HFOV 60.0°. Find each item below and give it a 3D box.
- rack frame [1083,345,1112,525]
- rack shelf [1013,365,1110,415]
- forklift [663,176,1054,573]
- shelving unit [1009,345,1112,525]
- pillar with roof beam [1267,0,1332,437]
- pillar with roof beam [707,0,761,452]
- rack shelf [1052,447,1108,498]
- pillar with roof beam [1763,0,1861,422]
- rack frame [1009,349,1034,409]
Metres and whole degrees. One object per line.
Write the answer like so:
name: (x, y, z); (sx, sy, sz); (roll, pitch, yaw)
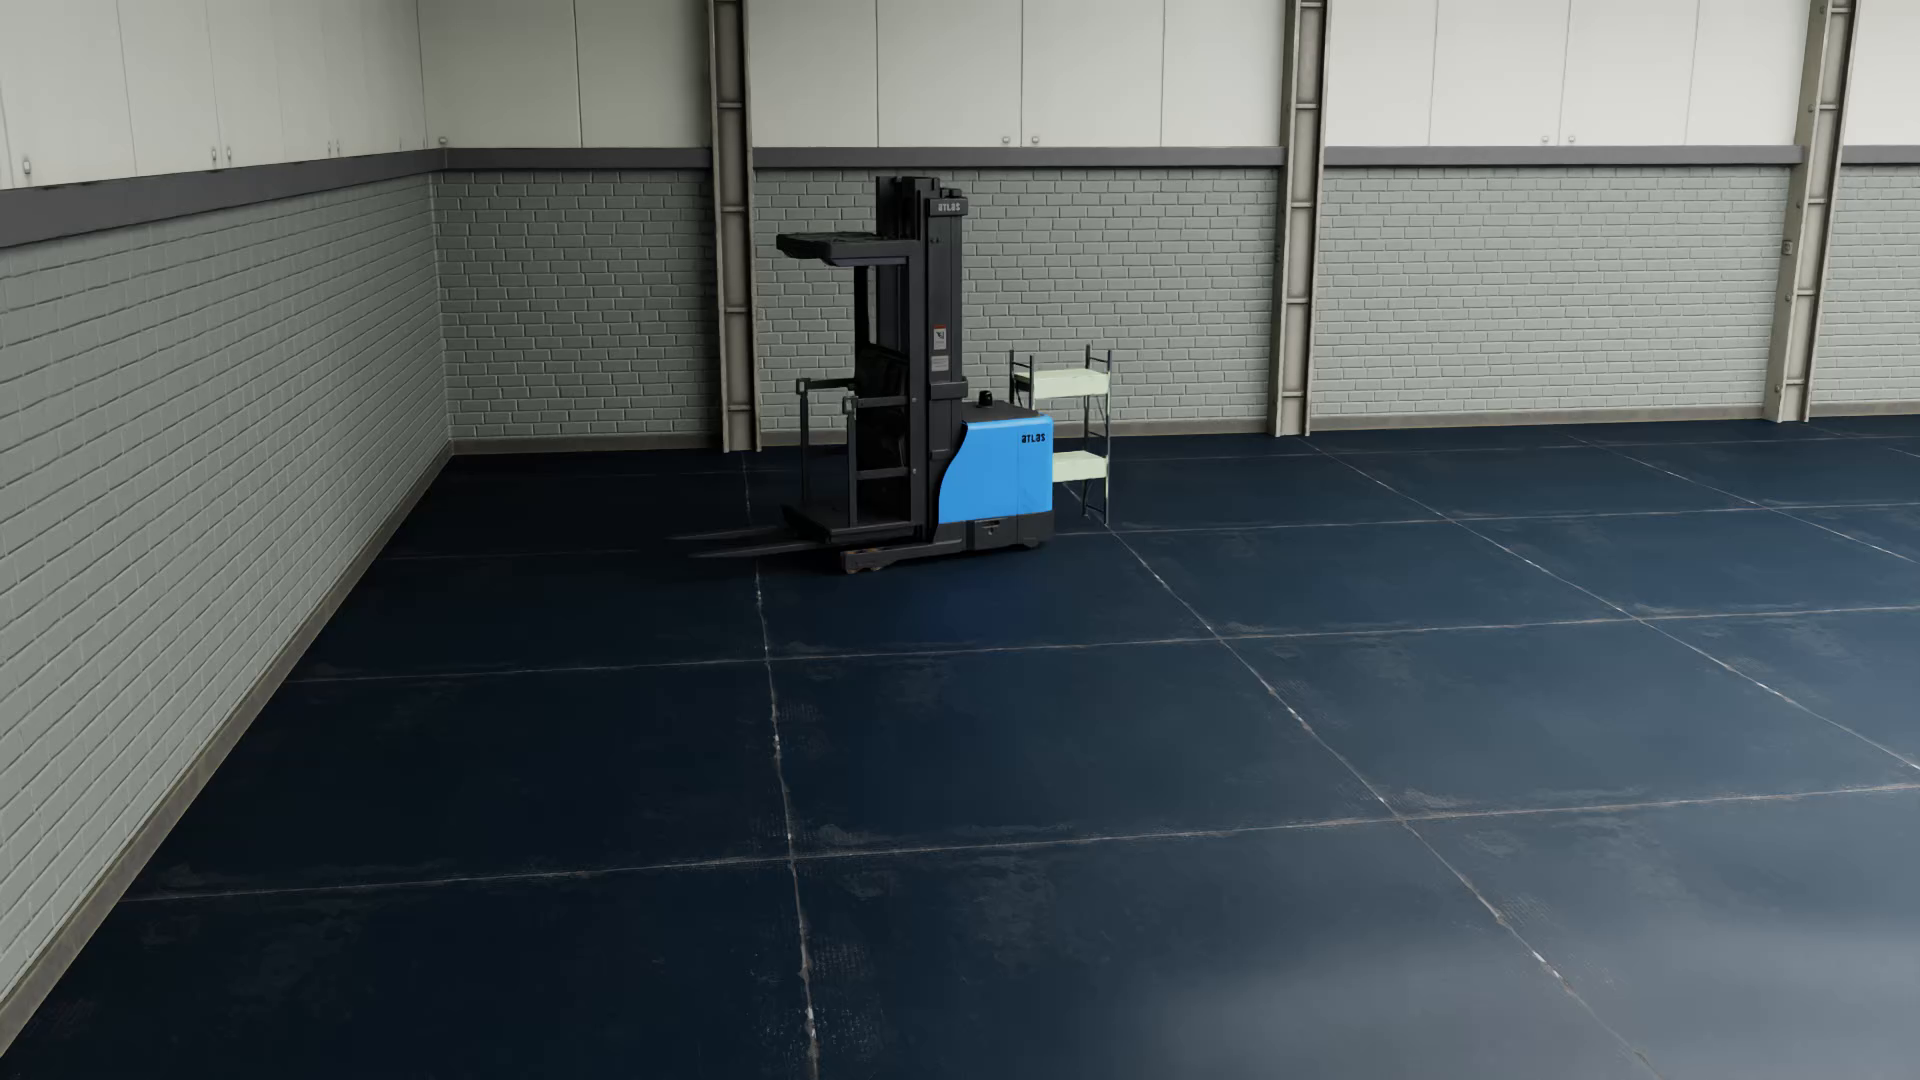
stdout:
rack frame: (1.171, -0.897, 14.217); (0.023, 1.500, 0.400); (-6, 15, -24)
rack shelf: (0.840, -1.238, 13.972); (0.720, 0.370, 0.431); (-6, 15, -24)
forklift: (-0.796, -1.312, 12.928); (3.031, 2.935, 1.130); (-7, 16, -25)
shelving unit: (0.840, -0.860, 14.067); (0.755, 1.500, 0.431); (-6, 15, -24)
pillar with roof beam: (4.273, -4.507, 13.193); (0.400, 9.000, 9.100); (-2, 14, -8)
pillar with roof beam: (-1.661, -4.289, 12.326); (0.400, 9.000, 9.100); (-2, 14, -8)
rack shelf: (0.840, -0.544, 14.146); (0.720, 0.370, 0.431); (-6, 15, -24)
pillar with roof beam: (10.206, -4.724, 14.060); (0.400, 9.000, 9.100); (-2, 14, -8)
rack frame: (0.508, -0.822, 13.917); (0.023, 1.500, 0.400); (-6, 15, -24)
